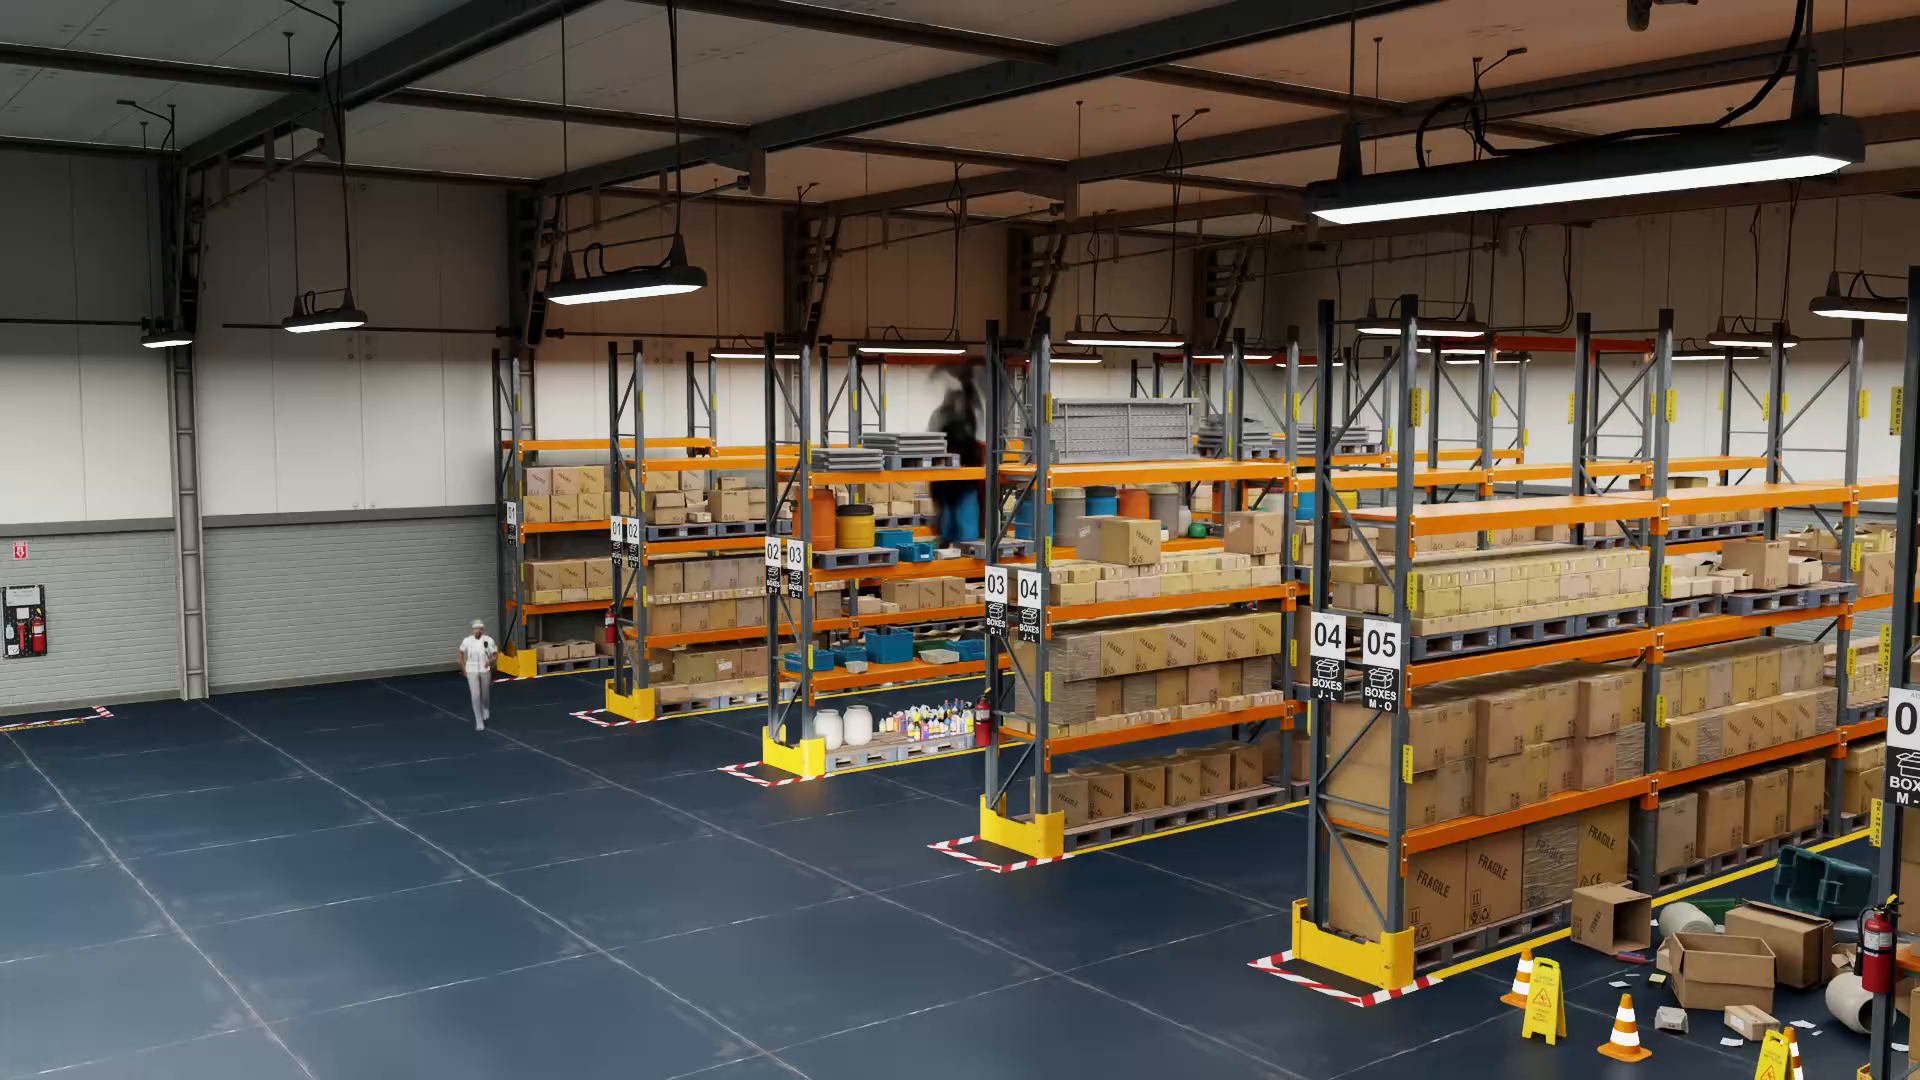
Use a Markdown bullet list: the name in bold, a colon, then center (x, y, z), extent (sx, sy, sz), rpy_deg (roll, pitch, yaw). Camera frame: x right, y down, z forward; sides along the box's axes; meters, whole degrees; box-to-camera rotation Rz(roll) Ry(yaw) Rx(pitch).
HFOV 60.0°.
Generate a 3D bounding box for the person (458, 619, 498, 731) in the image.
- **person**: center (-7.499, 2.060, 25.883), extent (0.578, 1.694, 0.856), rpy_deg (-2, 5, -18)

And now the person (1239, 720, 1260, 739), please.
- **person**: center (4.176, 2.125, 24.249), extent (0.783, 1.677, 0.681), rpy_deg (-4, 6, -37)
